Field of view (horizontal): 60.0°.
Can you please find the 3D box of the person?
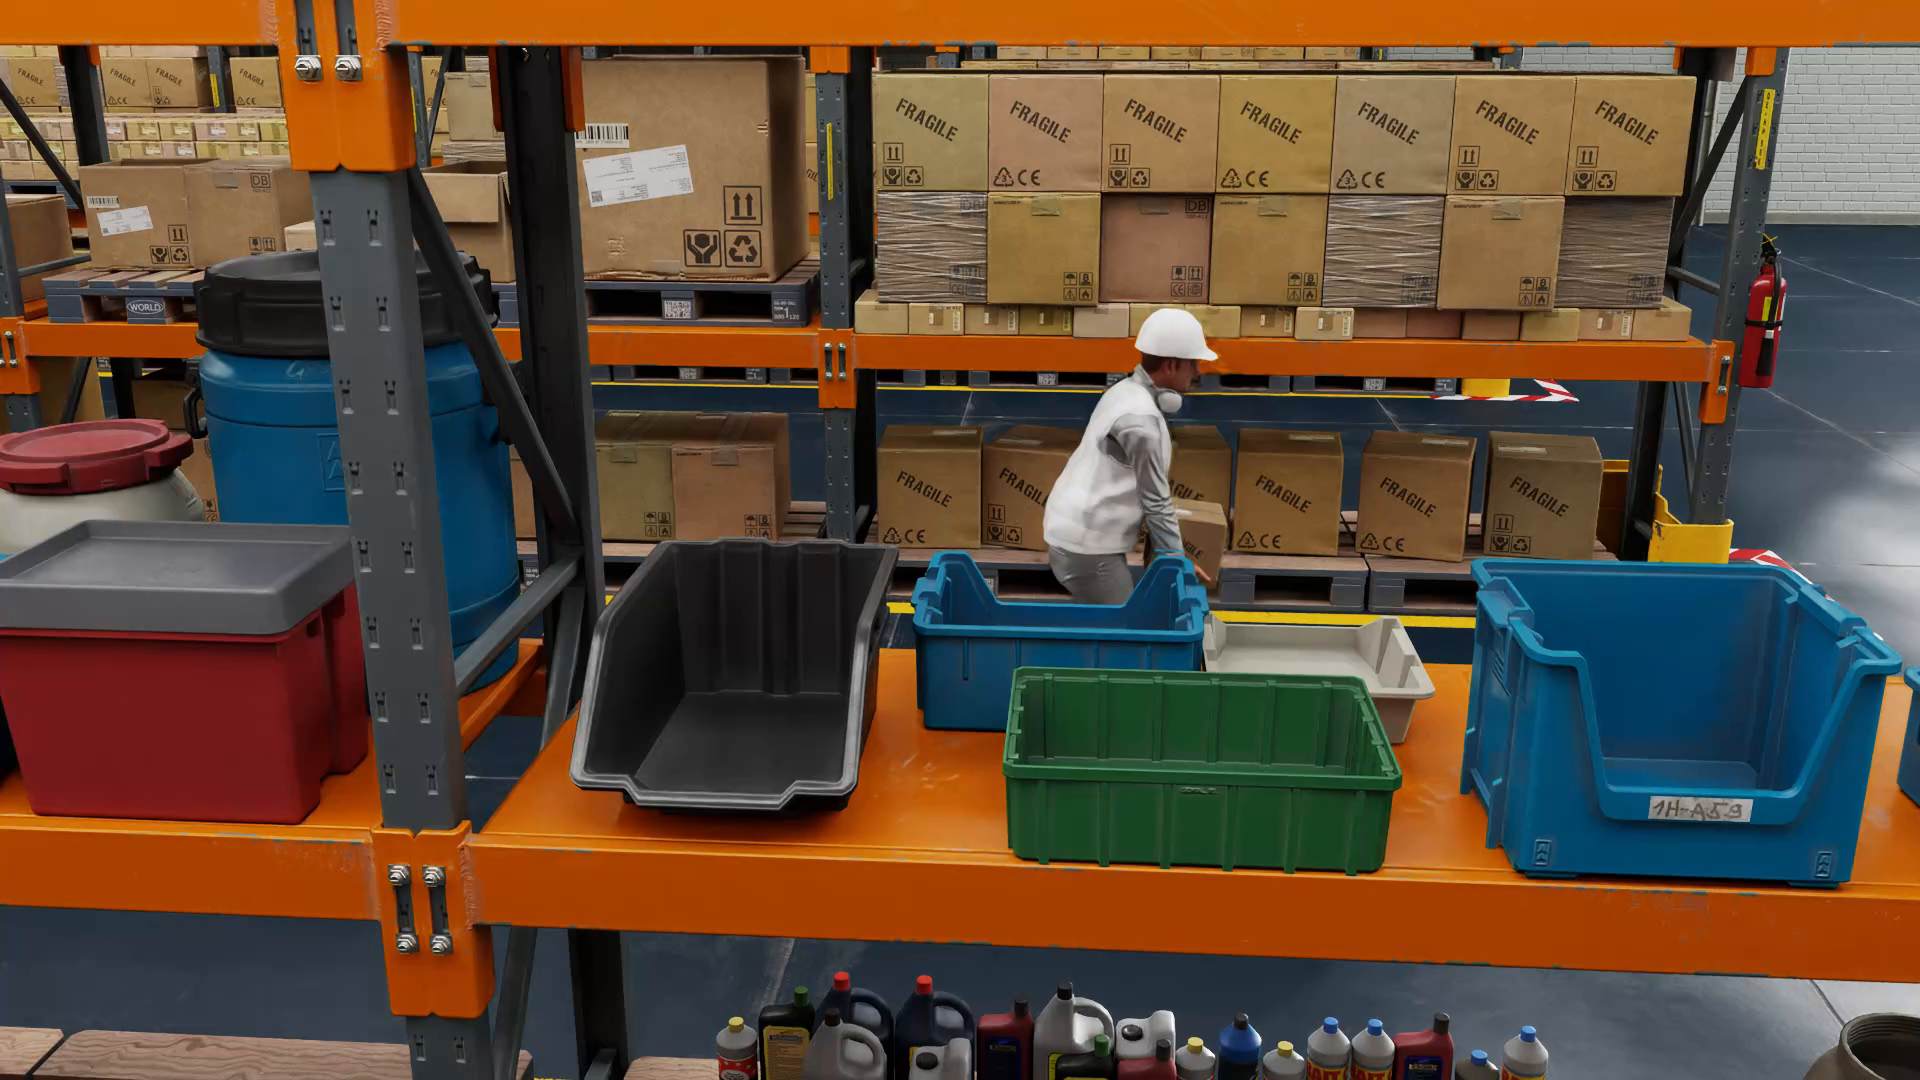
[{"bbox_3d":[0.602,0.016,6.046,0.605,1.723,0.479,1,17,3],"label":"person"}]
